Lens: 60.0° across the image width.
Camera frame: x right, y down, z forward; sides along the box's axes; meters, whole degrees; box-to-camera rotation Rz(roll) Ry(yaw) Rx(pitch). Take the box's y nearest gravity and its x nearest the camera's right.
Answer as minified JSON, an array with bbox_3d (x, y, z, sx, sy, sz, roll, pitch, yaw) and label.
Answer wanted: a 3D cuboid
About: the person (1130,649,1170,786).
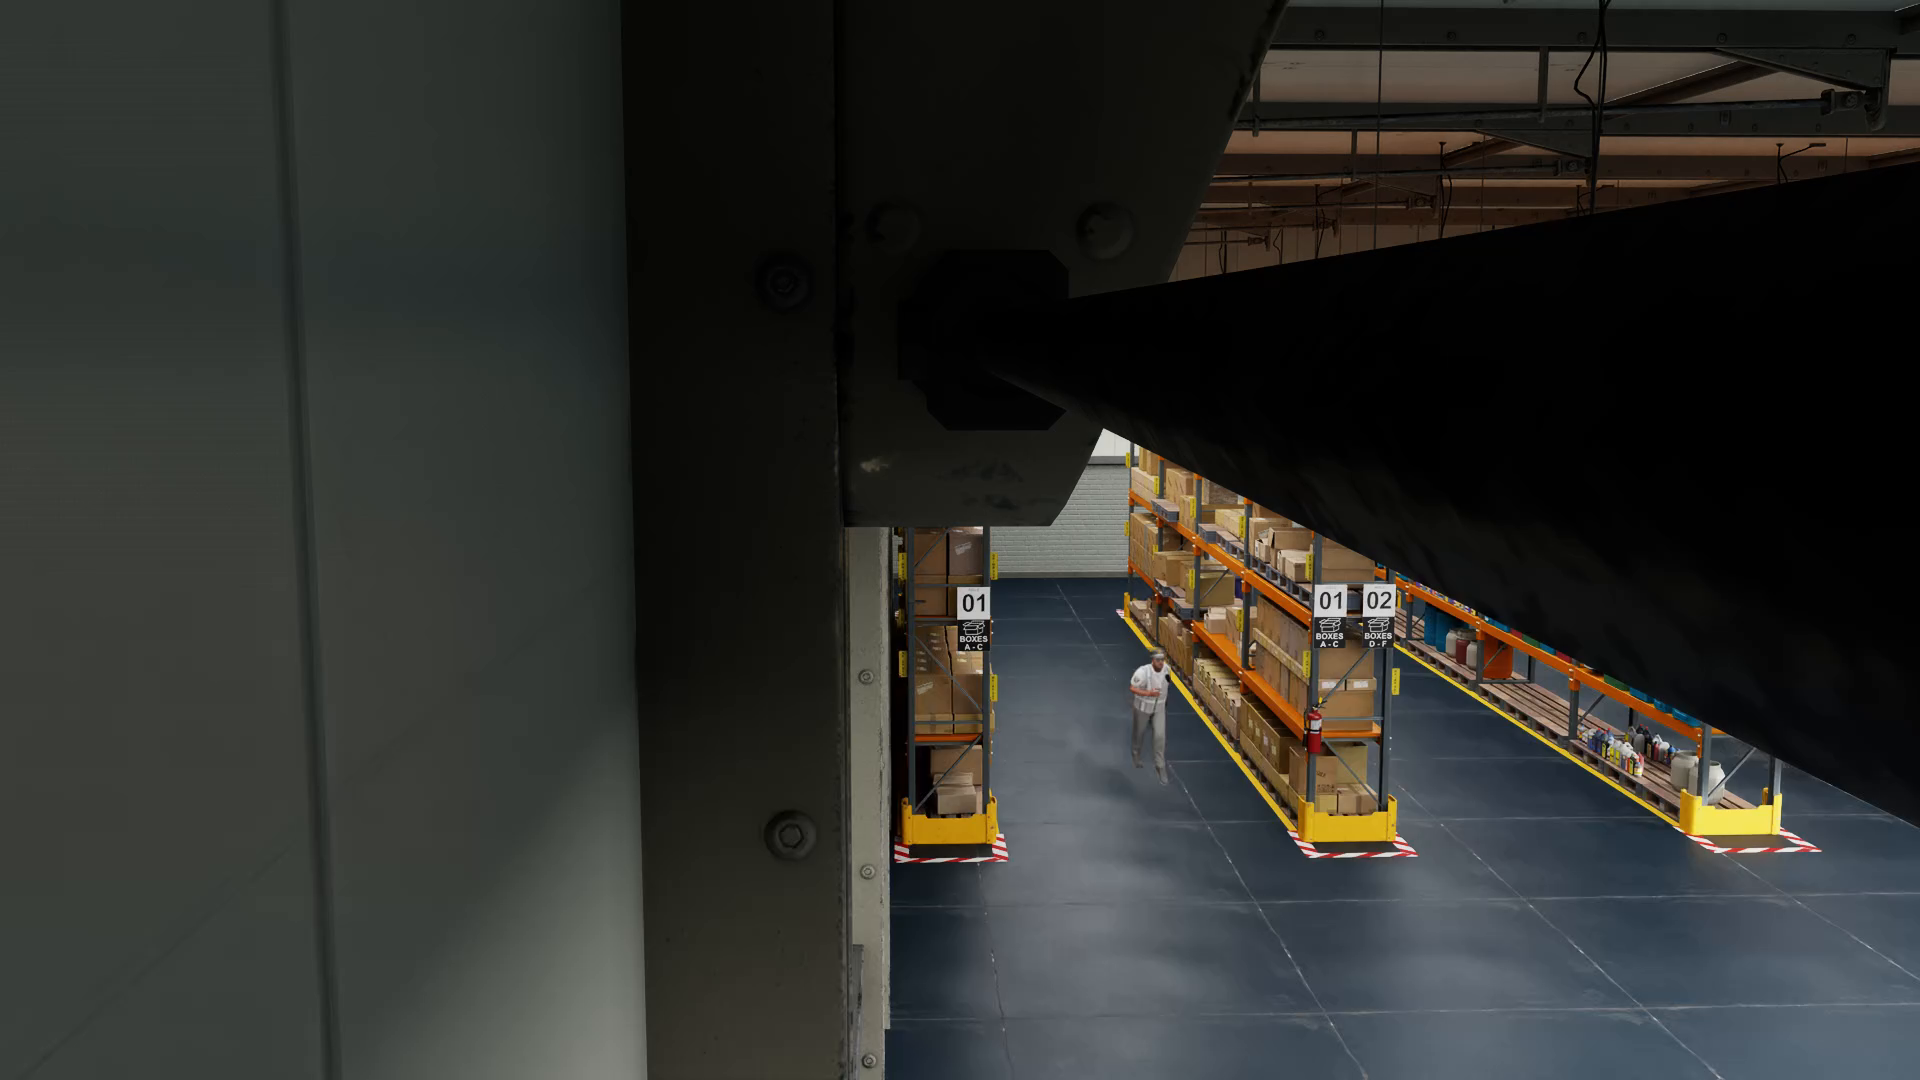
[{"bbox_3d":[2.568,2.329,22.605,0.658,1.844,0.942,-2,8,-14],"label":"person"}]

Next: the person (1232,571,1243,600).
[{"bbox_3d":[6.002,0.968,35.793,0.603,1.672,0.670,-3,8,-19],"label":"person"}]
